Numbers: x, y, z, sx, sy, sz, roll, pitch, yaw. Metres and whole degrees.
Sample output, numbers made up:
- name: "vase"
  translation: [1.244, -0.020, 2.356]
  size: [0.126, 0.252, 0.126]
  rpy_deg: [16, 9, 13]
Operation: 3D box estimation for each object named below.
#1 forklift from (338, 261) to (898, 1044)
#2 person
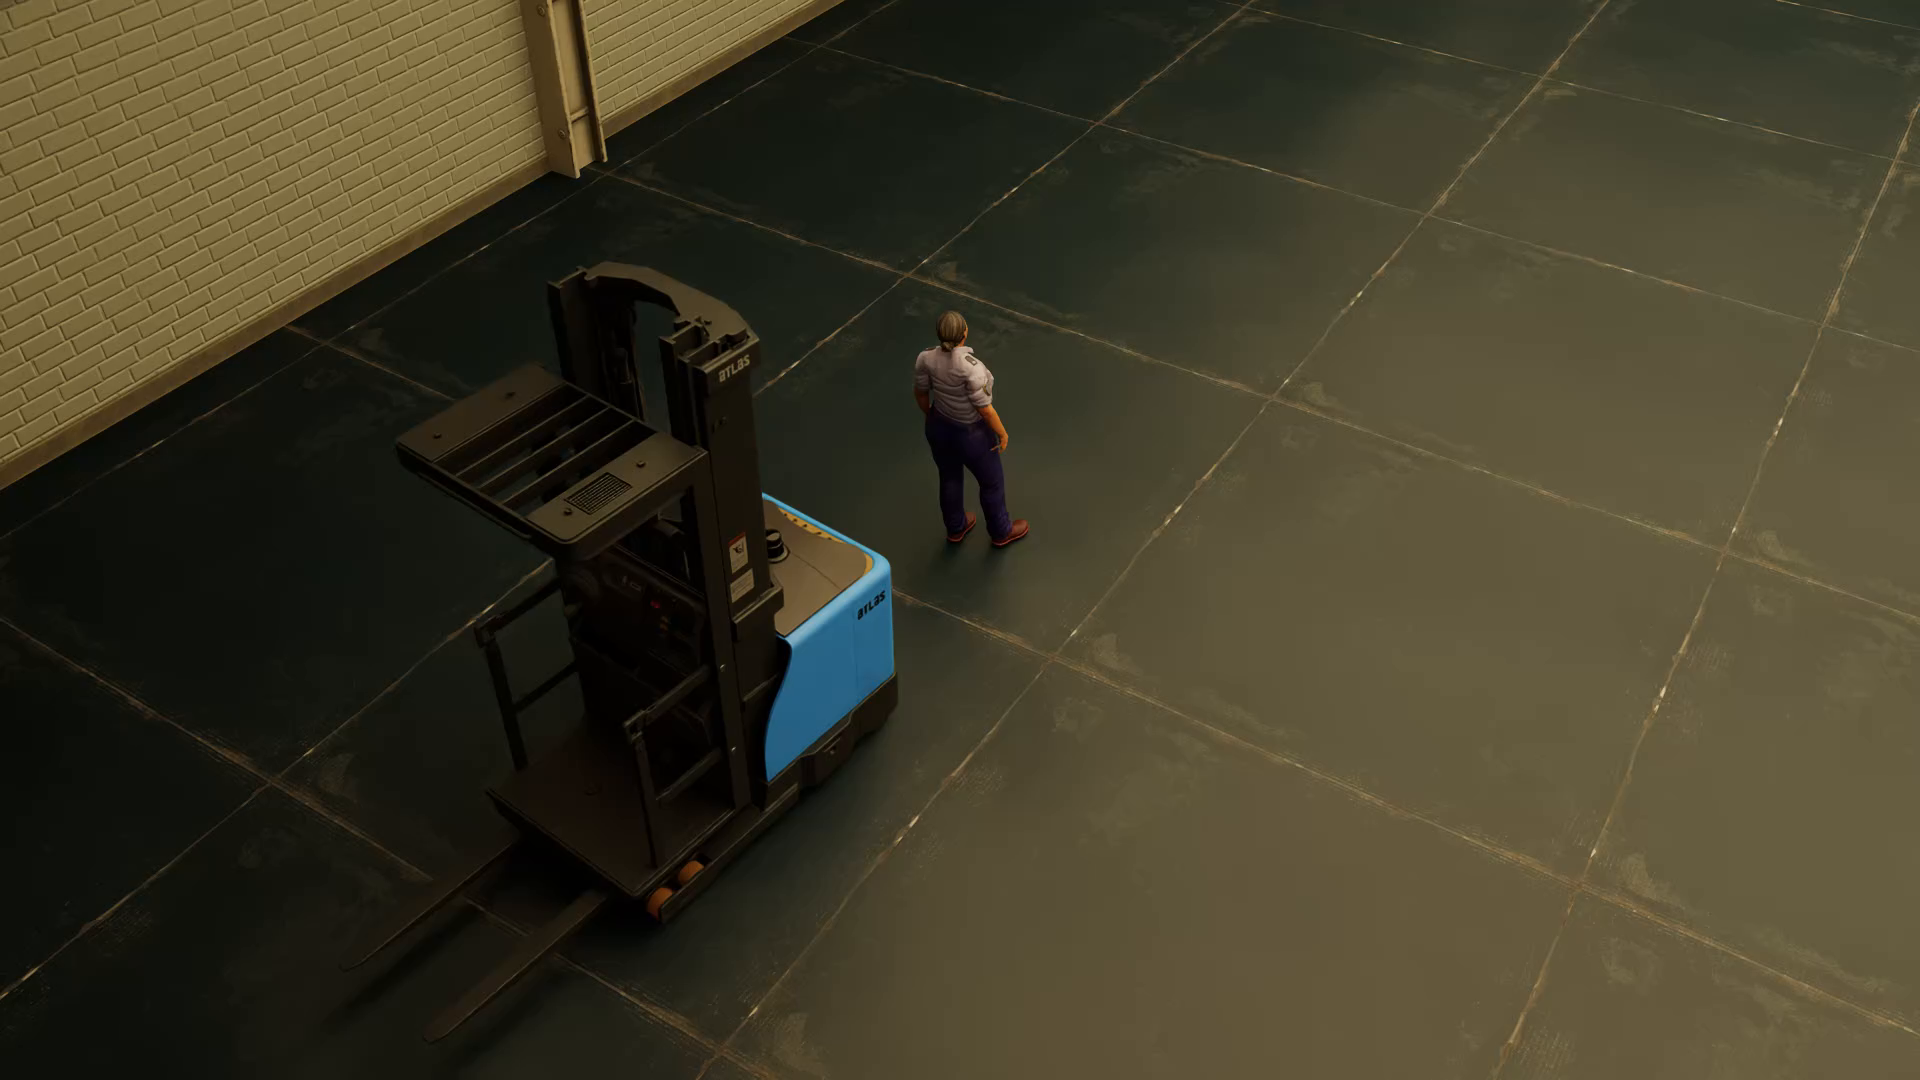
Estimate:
- name: "forklift"
  translation: [-1.645, 0.358, 7.545]
  size: [1.130, 2.935, 3.031]
  rpy_deg: [27, 47, 28]
- name: "person"
  translation: [0.068, -0.670, 9.750]
  size: [0.598, 1.638, 0.502]
  rpy_deg: [22, 45, 24]
